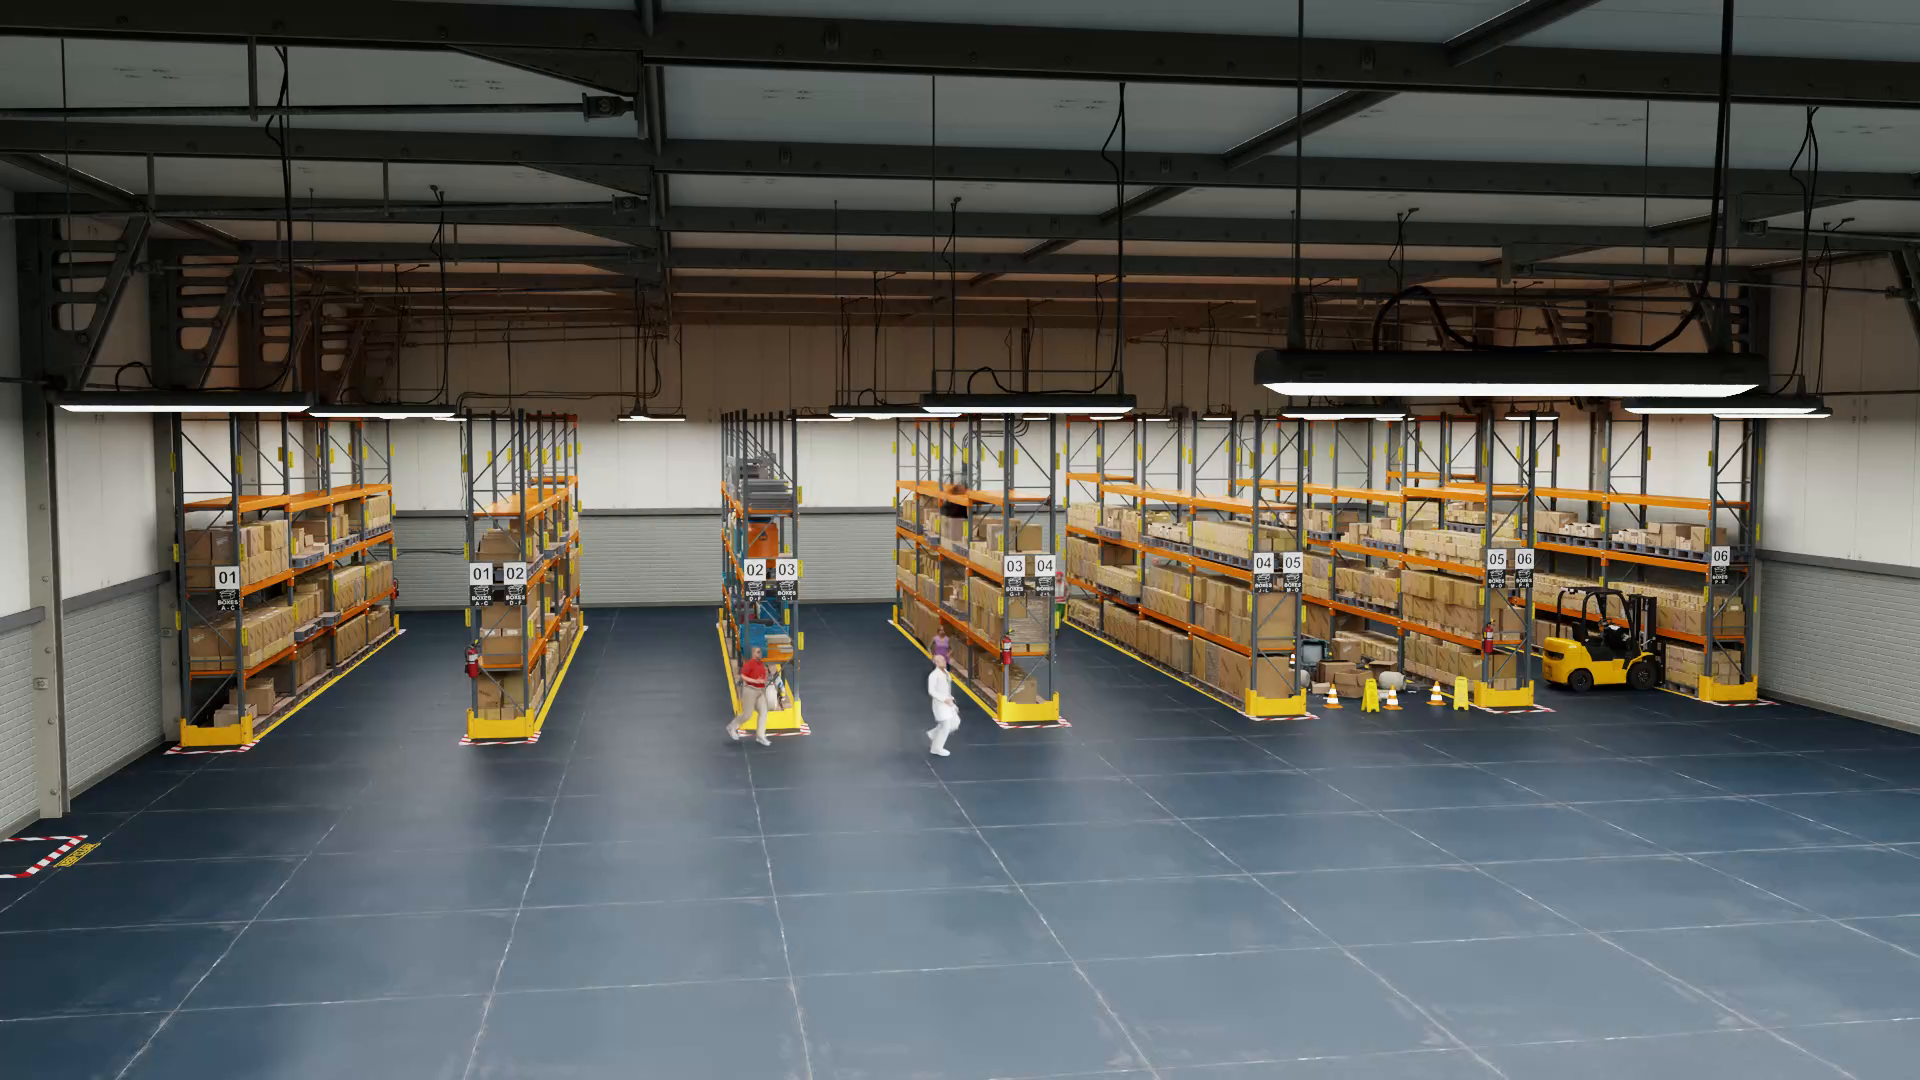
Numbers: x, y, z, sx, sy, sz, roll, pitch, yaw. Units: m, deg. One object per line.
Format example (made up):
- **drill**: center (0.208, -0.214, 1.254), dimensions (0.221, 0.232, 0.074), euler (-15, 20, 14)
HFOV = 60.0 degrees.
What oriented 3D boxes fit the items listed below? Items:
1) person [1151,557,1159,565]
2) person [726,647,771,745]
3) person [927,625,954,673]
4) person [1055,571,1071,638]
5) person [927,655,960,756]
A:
- **person**: center (5.910, 1.366, 50.331), dimensions (0.731, 1.675, 0.689), euler (0, 4, -4)
- **person**: center (-3.727, 2.785, 29.898), dimensions (0.895, 1.744, 0.668), euler (2, 5, 31)
- **person**: center (-0.387, 2.537, 34.276), dimensions (0.558, 1.583, 0.712), euler (-1, 4, -15)
- **person**: center (2.678, 1.732, 44.645), dimensions (0.620, 1.806, 0.709), euler (-1, 4, -11)
- **person**: center (-0.310, 2.851, 28.791), dimensions (0.571, 1.740, 0.717), euler (2, 4, 23)
